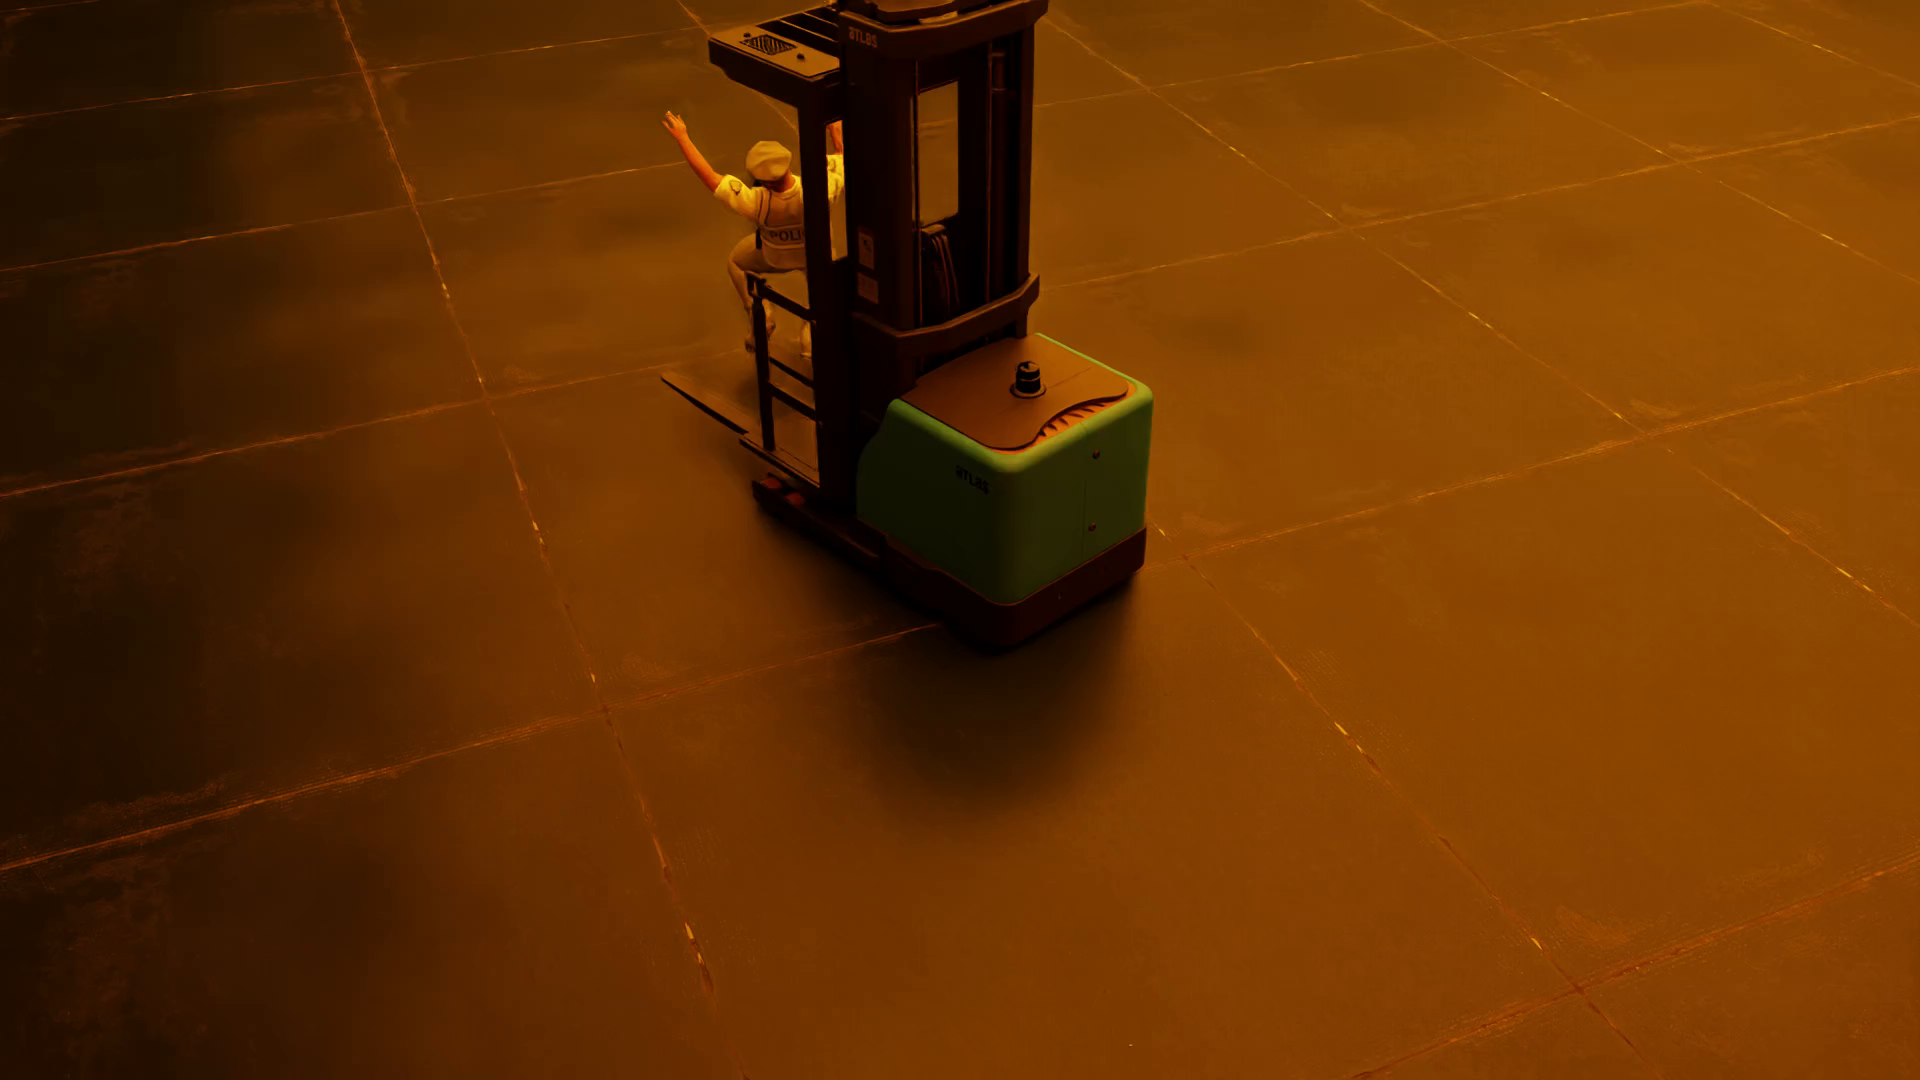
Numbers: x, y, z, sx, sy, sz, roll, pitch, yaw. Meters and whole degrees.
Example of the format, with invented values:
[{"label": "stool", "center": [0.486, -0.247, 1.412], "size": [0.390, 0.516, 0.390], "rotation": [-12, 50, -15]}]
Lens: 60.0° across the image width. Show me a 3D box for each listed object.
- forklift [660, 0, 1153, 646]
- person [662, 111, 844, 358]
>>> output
[{"label": "forklift", "center": [-0.452, -1.460, 8.152], "size": [1.130, 2.935, 3.031], "rotation": [-29, 44, -34]}, {"label": "person", "center": [-1.128, -1.759, 9.584], "size": [1.025, 1.654, 0.839], "rotation": [-3, 36, -5]}]
